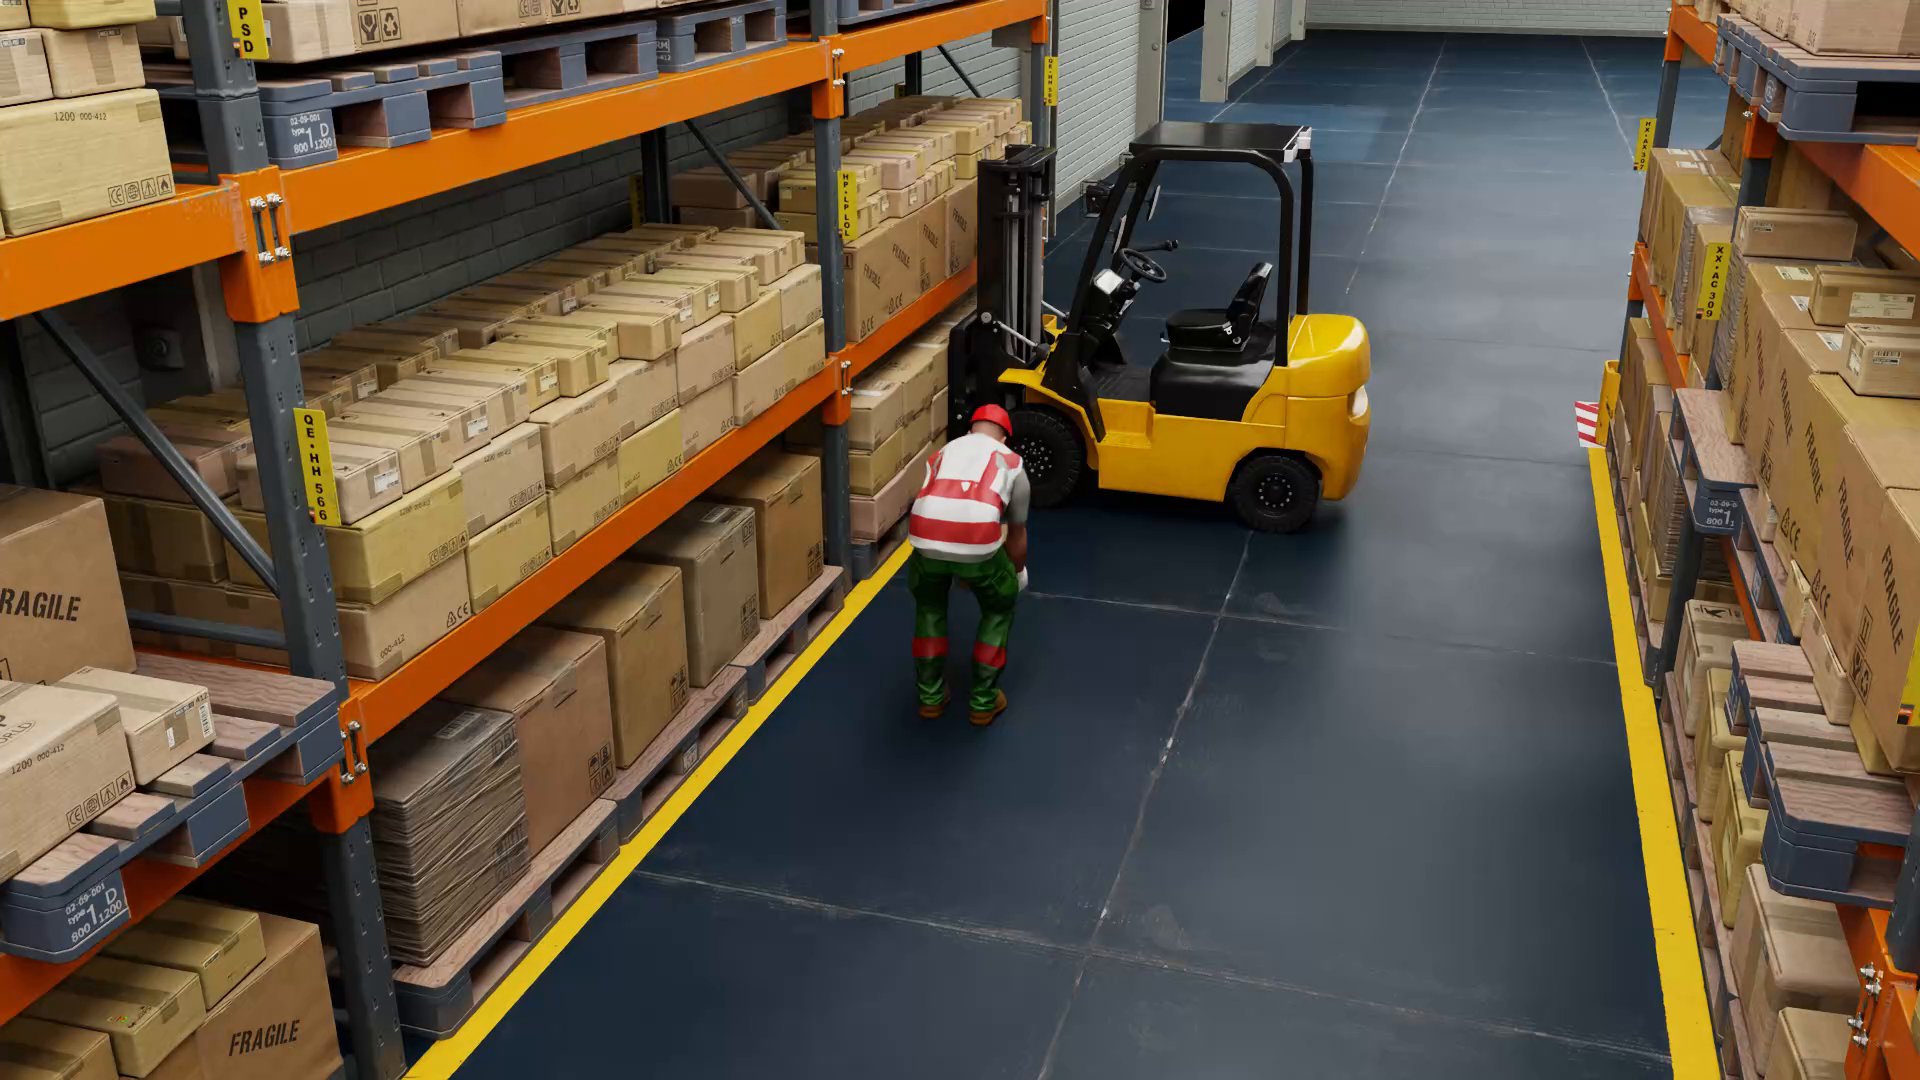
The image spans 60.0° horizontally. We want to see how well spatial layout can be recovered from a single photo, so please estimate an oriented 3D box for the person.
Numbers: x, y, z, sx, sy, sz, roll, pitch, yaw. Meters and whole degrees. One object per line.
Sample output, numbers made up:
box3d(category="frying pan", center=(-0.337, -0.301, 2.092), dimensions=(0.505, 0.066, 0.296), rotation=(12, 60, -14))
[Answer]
box3d(category="person", center=(0.053, 0.102, 7.480), dimensions=(0.503, 1.281, 0.922), rotation=(6, 22, 14))
